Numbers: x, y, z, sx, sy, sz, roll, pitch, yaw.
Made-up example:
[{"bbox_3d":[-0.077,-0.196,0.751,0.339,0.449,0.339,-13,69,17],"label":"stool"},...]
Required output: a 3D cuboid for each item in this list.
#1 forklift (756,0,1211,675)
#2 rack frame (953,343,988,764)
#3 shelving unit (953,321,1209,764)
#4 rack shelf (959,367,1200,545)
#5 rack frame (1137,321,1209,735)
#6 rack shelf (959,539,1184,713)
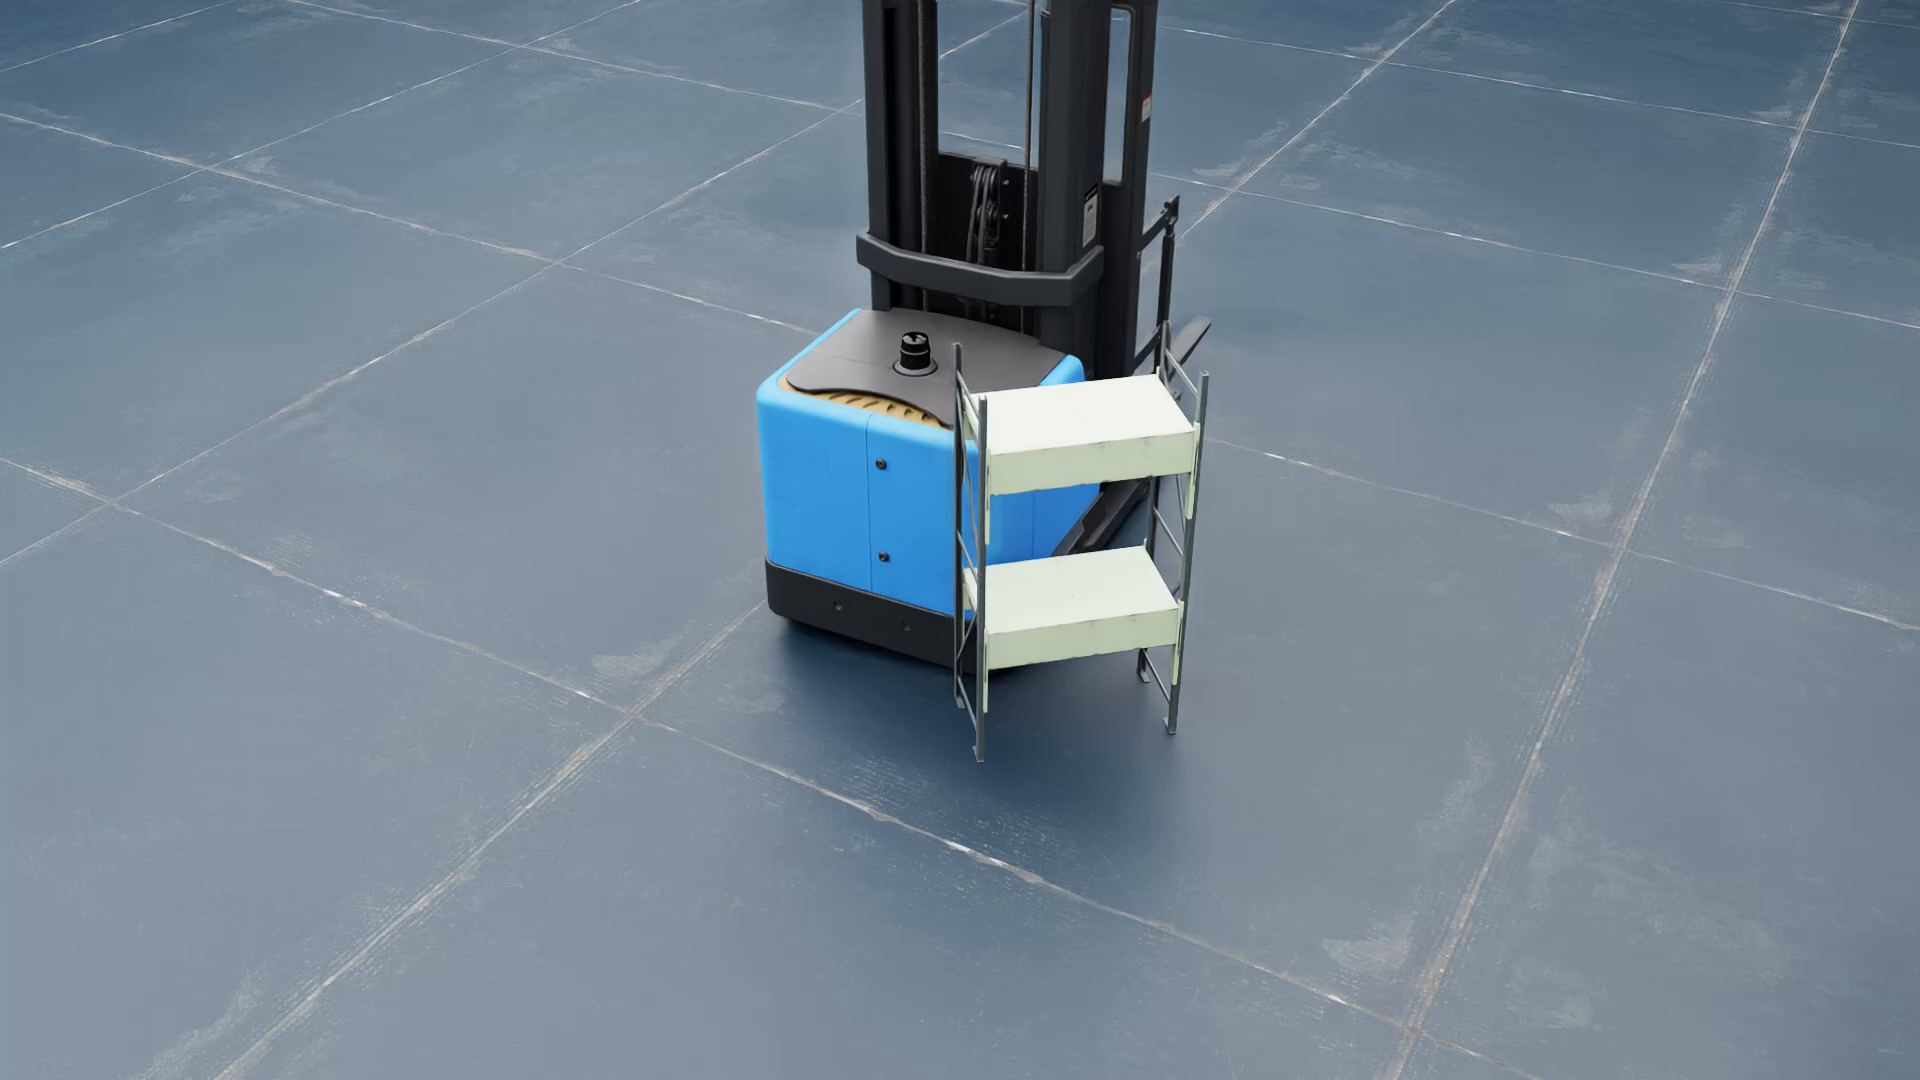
[{"bbox_3d":[0.326,-1.506,6.867,1.130,2.935,3.031,15,37,22],"label":"forklift"},{"bbox_3d":[0.032,0.078,5.780,0.023,1.500,0.400,-7,34,-11],"label":"rack frame"},{"bbox_3d":[0.389,0.033,5.848,0.755,1.500,0.431,-7,34,-11],"label":"shelving unit"},{"bbox_3d":[0.389,-0.292,5.631,0.720,0.370,0.431,-7,34,-11],"label":"rack shelf"},{"bbox_3d":[0.746,-0.012,5.915,0.023,1.500,0.400,-7,34,-11],"label":"rack frame"},{"bbox_3d":[0.389,0.304,6.028,0.720,0.370,0.431,-7,34,-11],"label":"rack shelf"}]
